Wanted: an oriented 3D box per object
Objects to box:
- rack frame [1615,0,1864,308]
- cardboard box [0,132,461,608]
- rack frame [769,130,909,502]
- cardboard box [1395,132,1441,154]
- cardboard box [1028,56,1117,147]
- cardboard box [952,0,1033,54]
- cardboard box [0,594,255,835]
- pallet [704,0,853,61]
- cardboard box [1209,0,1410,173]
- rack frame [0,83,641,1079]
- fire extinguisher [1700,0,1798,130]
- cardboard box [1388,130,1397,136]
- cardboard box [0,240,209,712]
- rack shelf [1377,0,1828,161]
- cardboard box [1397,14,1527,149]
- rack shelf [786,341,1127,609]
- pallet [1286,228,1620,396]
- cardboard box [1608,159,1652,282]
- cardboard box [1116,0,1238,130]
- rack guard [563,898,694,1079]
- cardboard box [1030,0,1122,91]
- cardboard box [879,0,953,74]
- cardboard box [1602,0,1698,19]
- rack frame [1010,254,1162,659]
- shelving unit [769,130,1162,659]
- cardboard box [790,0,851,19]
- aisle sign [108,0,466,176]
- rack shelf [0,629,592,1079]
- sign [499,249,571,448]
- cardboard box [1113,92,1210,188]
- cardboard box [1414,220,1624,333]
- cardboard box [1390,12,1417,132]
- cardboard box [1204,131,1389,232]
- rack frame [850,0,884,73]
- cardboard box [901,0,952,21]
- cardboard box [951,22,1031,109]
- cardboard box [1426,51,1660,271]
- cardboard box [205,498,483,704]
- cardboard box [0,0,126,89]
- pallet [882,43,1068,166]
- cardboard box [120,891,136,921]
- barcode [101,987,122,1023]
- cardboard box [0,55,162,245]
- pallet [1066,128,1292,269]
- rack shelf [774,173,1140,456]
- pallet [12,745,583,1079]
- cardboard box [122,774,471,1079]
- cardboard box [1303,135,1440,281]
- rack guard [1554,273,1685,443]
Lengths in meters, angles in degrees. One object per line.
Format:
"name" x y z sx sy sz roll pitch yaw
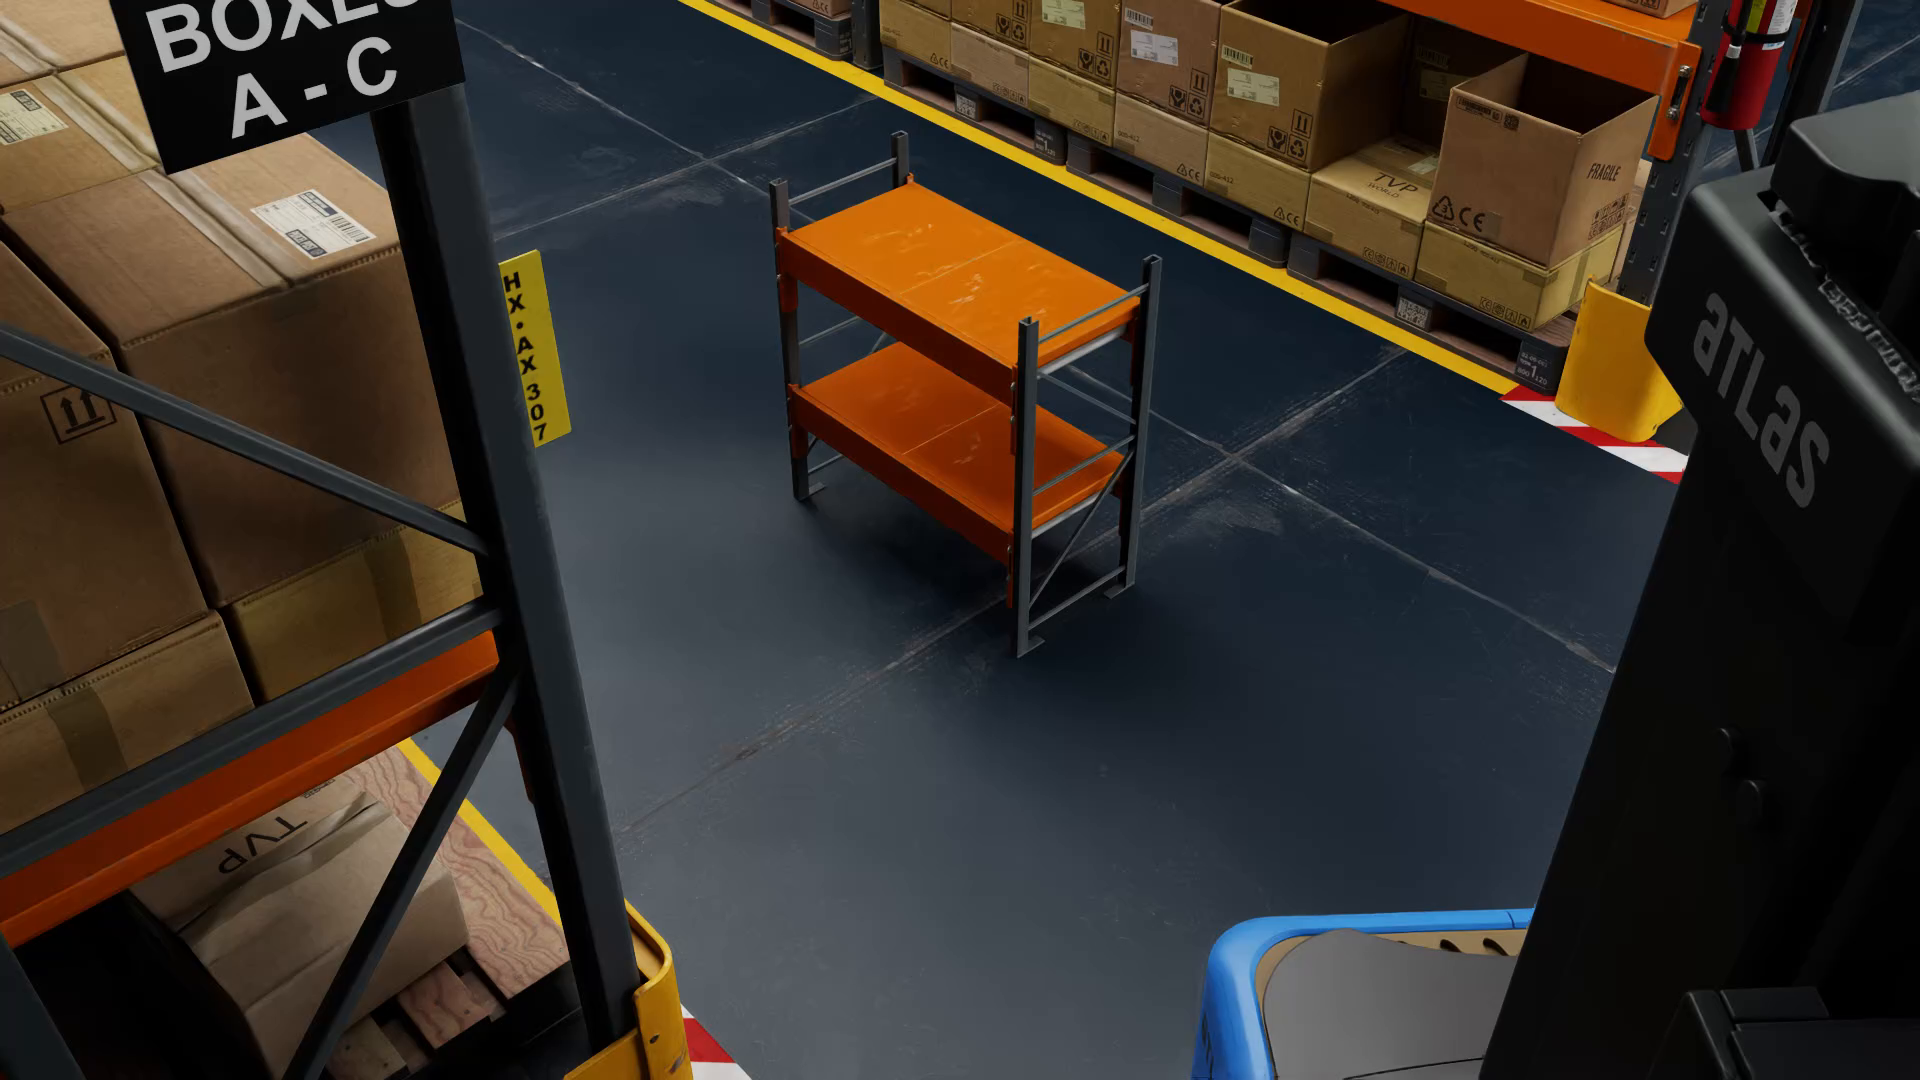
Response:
"rack frame" 2.590 -1.819 5.115 1.000 3.000 0.127 -30 48 -32
"cardboard box" -1.157 -0.302 2.743 0.500 0.500 0.500 -30 48 -32
"rack frame" -0.348 -0.676 5.192 0.500 1.125 0.032 -30 48 -32
"cardboard box" 2.051 -1.485 6.556 0.500 0.250 0.500 -30 48 -32
"cardboard box" 0.644 -1.953 7.135 0.500 0.250 0.500 -30 48 -32
"cardboard box" 0.312 -2.480 7.190 0.500 0.500 0.500 -30 48 -32
"cardboard box" -1.515 0.205 2.713 0.500 0.250 0.500 -29 47 -31
"pallet" -0.642 -2.910 8.685 1.003 0.211 1.213 -30 48 -32
"cardboard box" 1.321 -1.783 6.327 0.500 0.500 0.500 -30 48 -32
"rack frame" -1.056 0.288 2.506 1.000 3.000 0.127 -30 48 -32
"fire extinguisher" 2.328 -1.537 4.827 0.296 0.674 0.183 -30 48 -32
"cardboard box" 1.713 -1.717 6.842 0.500 0.250 0.500 -30 48 -32
"cardboard box" -1.531 -0.081 2.470 0.500 0.500 0.500 -31 48 -32
"rack shelf" 1.238 -2.465 6.487 1.077 0.370 4.000 -30 48 -32
"cardboard box" 2.052 -1.778 6.321 0.500 0.500 0.500 -30 48 -32
"rack shelf" -0.005 -0.251 5.054 0.538 0.278 1.000 -30 48 -32
"pallet" 2.042 -1.070 6.407 1.003 0.211 1.213 -30 48 -32
"cardboard box" 2.392 -1.255 6.271 0.500 0.250 0.500 -30 48 -32
"cardboard box" 0.984 -2.015 6.614 0.500 0.500 0.500 -30 48 -32
"rack guard" -1.107 1.225 3.335 1.175 0.500 0.348 -30 48 -32
"cardboard box" 0.644 -2.245 6.900 0.500 0.500 0.500 -30 48 -32
"cardboard box" -0.025 -2.420 7.714 0.500 0.250 0.500 -30 48 -32
"cardboard box" 2.284 -2.079 5.358 0.700 0.500 0.500 -30 48 -32
"rack frame" 0.339 -0.205 4.609 0.500 1.125 0.032 -30 48 -32
"shelving unit" -0.005 -0.441 4.900 0.538 1.125 1.048 -30 48 -32
"cardboard box" -0.609 -2.833 8.224 0.500 0.250 0.500 -30 48 -32
"aisle sign" -0.786 -0.818 1.806 0.394 0.787 0.004 -30 48 -32
"rack shelf" -2.409 -0.358 3.878 1.077 0.370 4.000 -30 48 -32
"sign" -0.656 -0.280 2.520 0.100 0.325 0.005 -30 48 -32
"cardboard box" 0.987 -1.724 6.852 0.500 0.250 0.500 -30 48 -32
"cardboard box" 2.010 -1.035 5.999 0.500 0.250 0.500 -30 48 -32
"cardboard box" 1.704 -2.004 6.601 0.500 0.500 0.500 -30 48 -32
"cardboard box" 1.324 -1.492 6.564 0.500 0.250 0.500 -30 48 -32
"rack frame" -0.115 -3.670 7.407 1.000 3.000 0.127 -30 48 -32
"cardboard box" -0.032 -2.708 7.473 0.500 0.500 0.500 -30 48 -32
"cardboard box" 0.310 -2.187 7.424 0.500 0.250 0.500 -30 48 -32
"cardboard box" 2.008 -1.326 5.762 0.500 0.500 0.500 -30 48 -32
"cardboard box" -1.152 -0.022 2.994 0.500 0.250 0.500 -31 48 -33
"cardboard box" -1.829 -0.777 3.331 0.500 0.500 0.500 -32 49 -33
"pallet" 0.392 -2.200 7.805 1.003 0.211 1.213 -30 48 -32
"cardboard box" -1.843 0.540 3.983 0.500 0.311 0.500 -26 46 -28
"barcode" -1.765 0.962 3.454 0.001 0.075 0.075 -30 48 -32
"cardboard box" -1.484 -0.535 3.032 0.500 0.500 0.500 -30 48 -32
"pallet" 1.221 -1.635 7.106 1.003 0.211 1.213 -30 48 -32
"rack shelf" -0.005 -0.668 4.717 0.538 0.278 1.000 -30 48 -32
"pallet" -1.631 0.947 3.910 1.003 0.211 1.213 -30 48 -32
"cardboard box" -1.458 0.804 3.657 0.500 0.311 0.500 29 47 31
"cardboard box" 1.663 -1.262 6.279 0.500 0.250 0.500 -30 48 -32
"rack guard" 2.607 -0.835 5.886 1.175 0.500 0.348 -30 48 -32
